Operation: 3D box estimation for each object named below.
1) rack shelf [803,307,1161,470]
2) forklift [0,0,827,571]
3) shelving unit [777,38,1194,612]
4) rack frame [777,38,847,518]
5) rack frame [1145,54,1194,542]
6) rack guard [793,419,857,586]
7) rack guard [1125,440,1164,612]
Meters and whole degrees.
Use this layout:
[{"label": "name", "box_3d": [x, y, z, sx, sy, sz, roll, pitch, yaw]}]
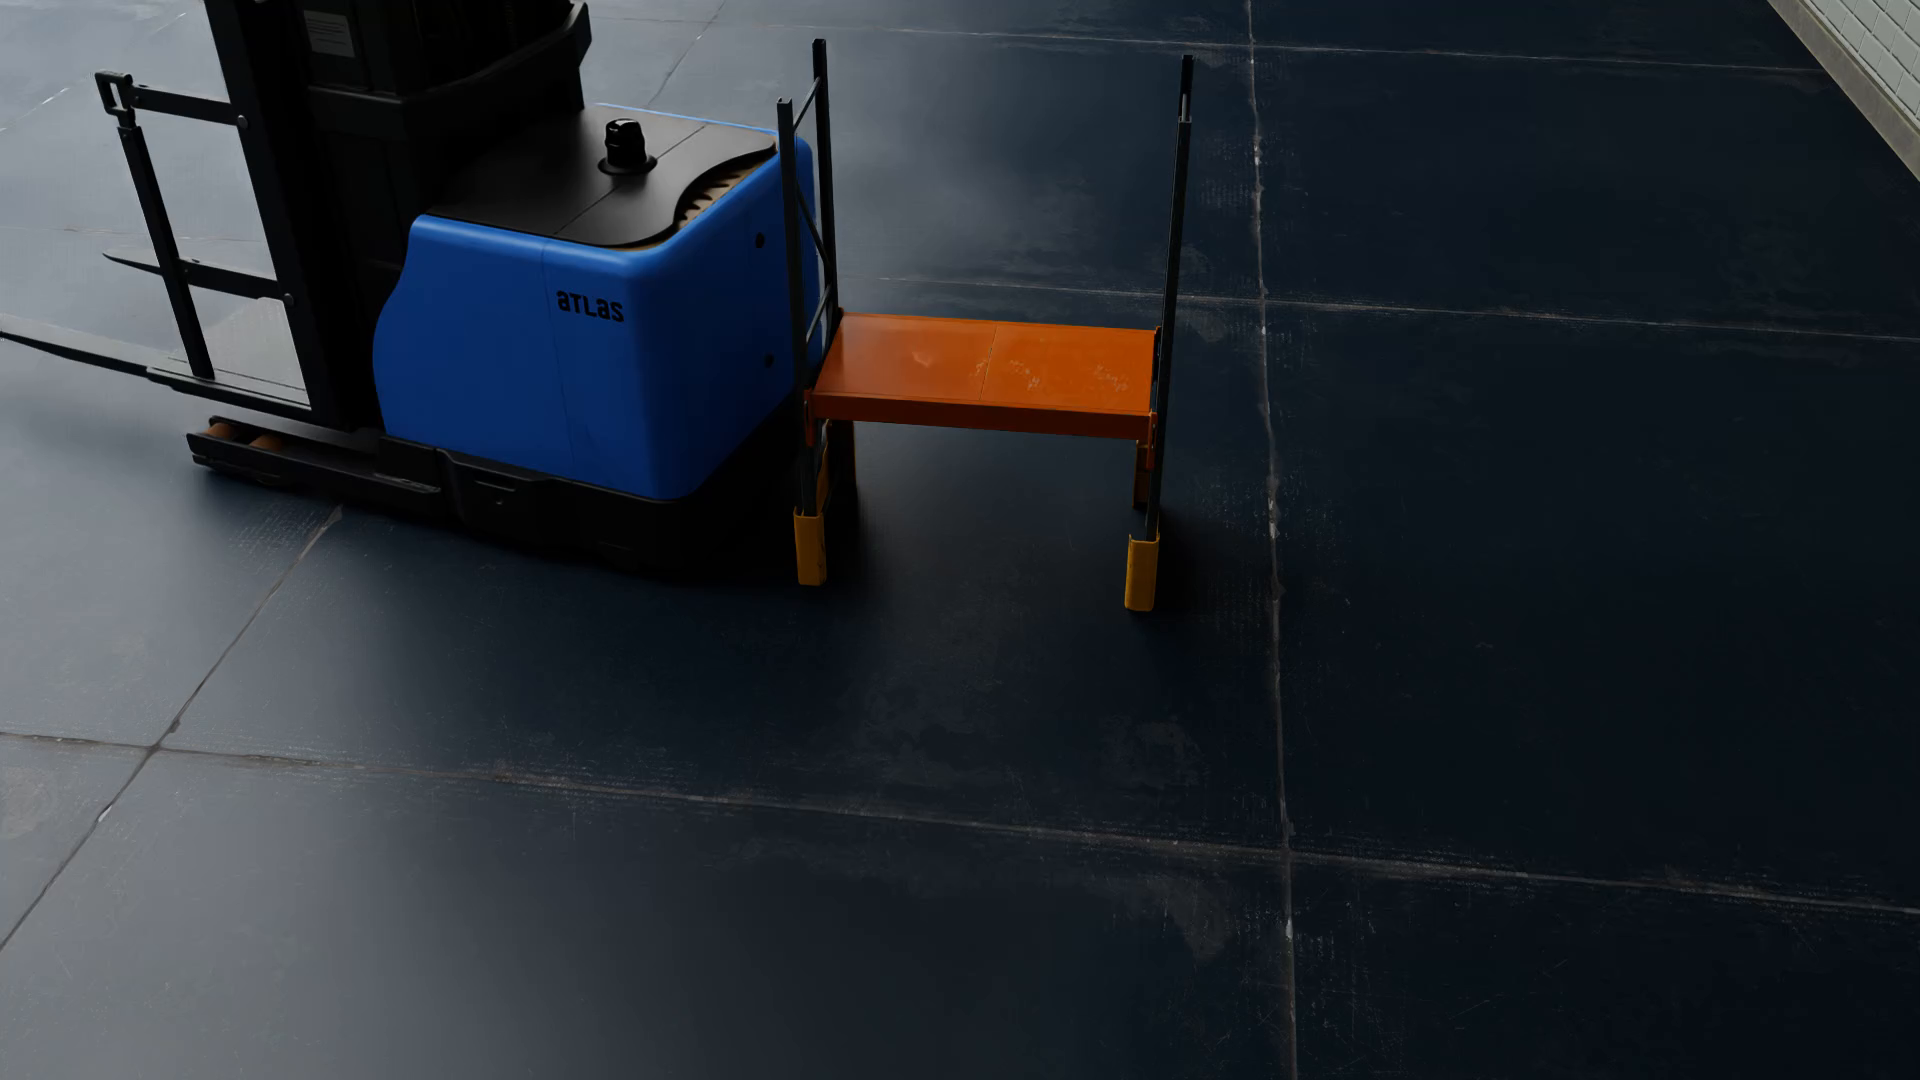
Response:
[{"label": "rack shelf", "box_3d": [0.085, -0.458, 4.910, 1.000, 0.185, 0.538, 4, 36, 6]}, {"label": "forklift", "box_3d": [-2.013, -1.641, 5.027, 3.031, 2.935, 1.130, 13, 38, 18]}, {"label": "shelving unit", "box_3d": [0.076, -0.605, 4.806, 1.083, 1.500, 0.587, 4, 36, 6]}, {"label": "rack frame", "box_3d": [-0.420, -0.642, 4.858, 0.032, 1.500, 0.500, 4, 36, 6]}, {"label": "rack frame", "box_3d": [0.589, -0.567, 4.753, 0.032, 1.500, 0.500, 4, 36, 6]}, {"label": "rack guard", "box_3d": [-0.418, -0.133, 5.221, 0.087, 0.250, 0.587, 4, 36, 6]}, {"label": "rack guard", "box_3d": [0.570, -0.059, 5.118, 0.087, 0.250, 0.587, 4, 36, 6]}]
